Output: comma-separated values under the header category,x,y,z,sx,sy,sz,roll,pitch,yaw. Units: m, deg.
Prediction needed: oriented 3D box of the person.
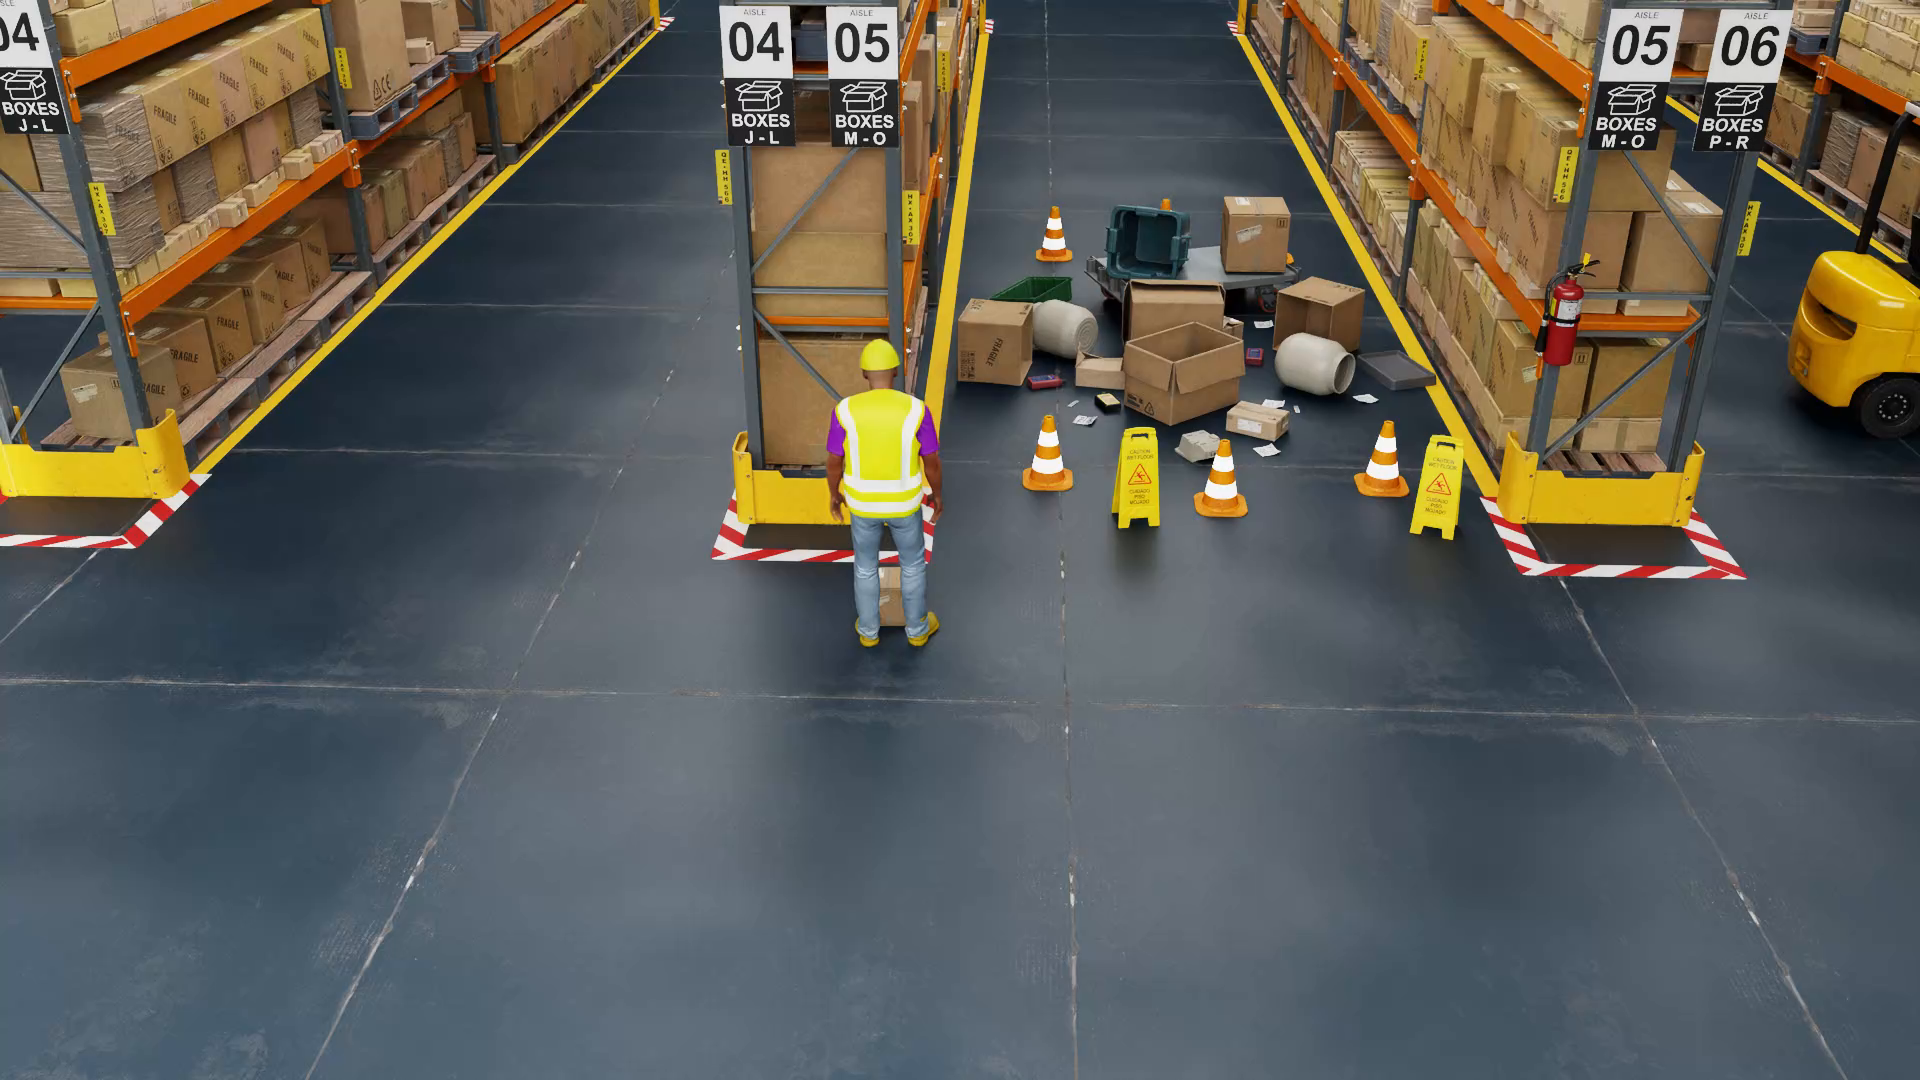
category,x,y,z,sx,sy,sz,roll,pitch,yaw
person,-0.404,-0.235,9.051,0.626,1.757,0.459,1,28,2
